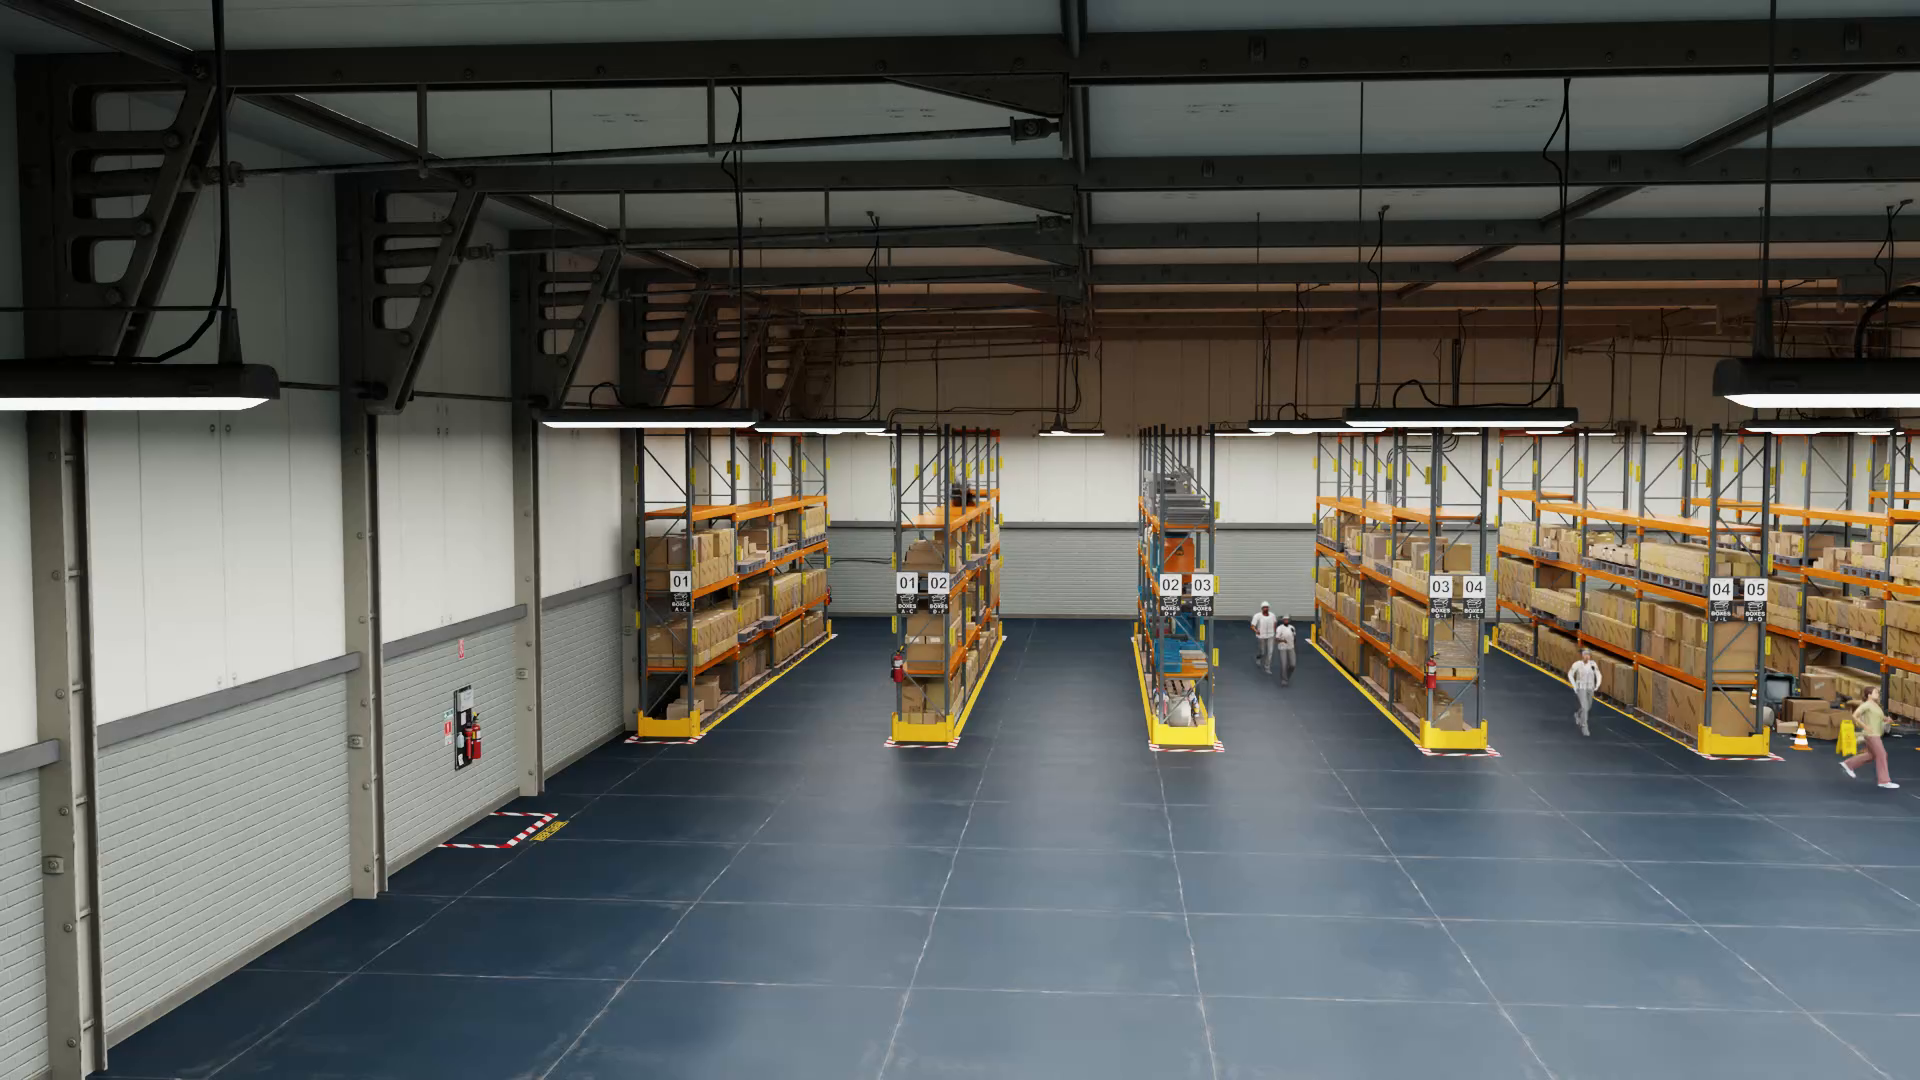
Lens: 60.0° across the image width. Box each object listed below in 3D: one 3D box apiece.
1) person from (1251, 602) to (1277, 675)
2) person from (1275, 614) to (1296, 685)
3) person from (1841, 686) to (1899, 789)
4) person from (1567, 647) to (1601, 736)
[{"bbox_3d":[7.475,2.382,40.751,0.699,1.758,0.850,0,4,-7],"label":"person"},{"bbox_3d":[7.582,2.544,38.492,0.561,1.676,0.599,0,4,-7],"label":"person"},{"bbox_3d":[14.991,3.218,27.377,0.586,1.645,0.918,-3,5,-44],"label":"person"},{"bbox_3d":[12.151,2.922,32.375,0.622,1.715,0.726,0,3,-1],"label":"person"}]
